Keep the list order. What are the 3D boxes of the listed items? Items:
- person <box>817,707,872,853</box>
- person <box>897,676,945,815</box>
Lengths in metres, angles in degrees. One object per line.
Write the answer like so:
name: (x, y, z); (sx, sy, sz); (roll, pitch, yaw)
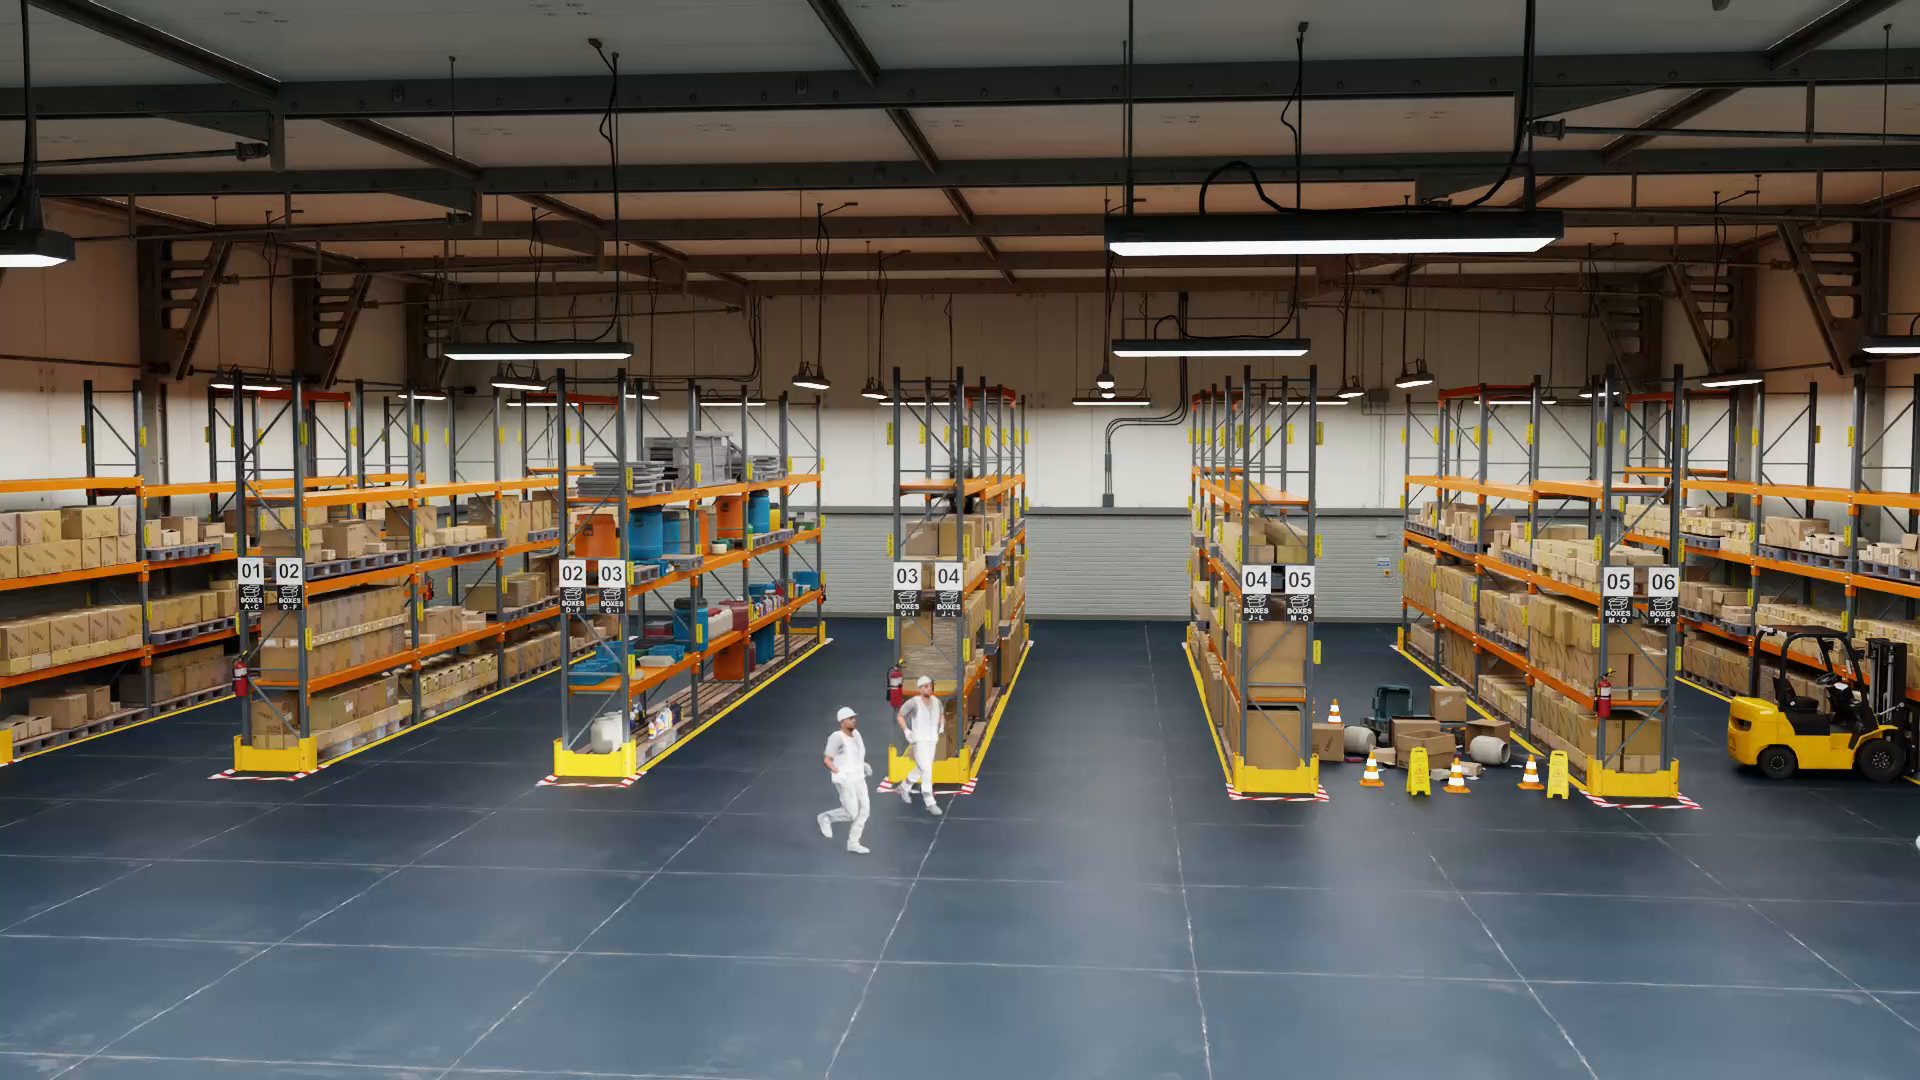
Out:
person: (-1.382, 2.888, 20.093); (0.689, 1.743, 0.683); (2, 4, 32)
person: (-0.471, 2.691, 22.174); (0.677, 1.782, 0.965); (-3, 5, -38)
